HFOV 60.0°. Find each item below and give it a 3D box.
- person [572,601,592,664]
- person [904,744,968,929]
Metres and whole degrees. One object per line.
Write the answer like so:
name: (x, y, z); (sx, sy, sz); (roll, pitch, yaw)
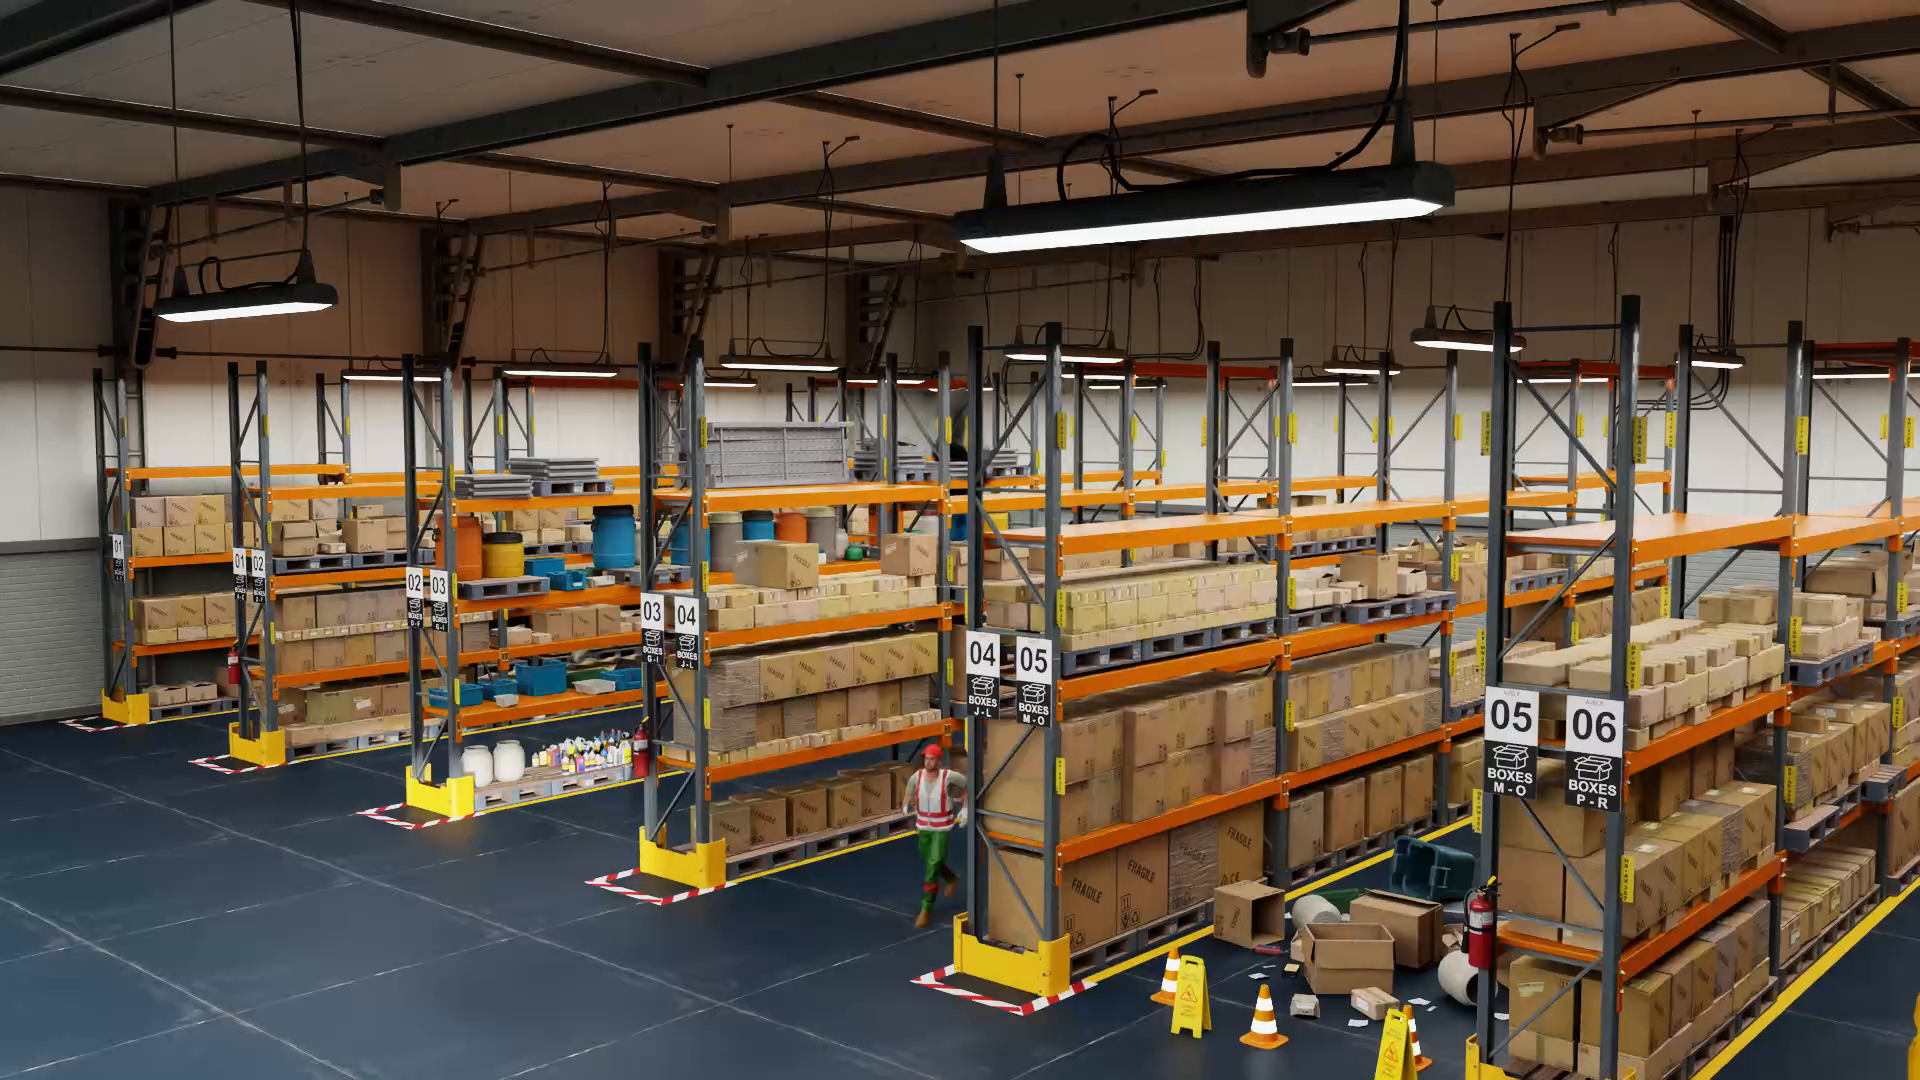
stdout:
person: (-7.271, 1.926, 32.218); (0.646, 1.748, 0.797); (2, 5, 30)
person: (-0.252, 3.001, 17.228); (0.691, 1.808, 1.011); (2, 5, 23)
